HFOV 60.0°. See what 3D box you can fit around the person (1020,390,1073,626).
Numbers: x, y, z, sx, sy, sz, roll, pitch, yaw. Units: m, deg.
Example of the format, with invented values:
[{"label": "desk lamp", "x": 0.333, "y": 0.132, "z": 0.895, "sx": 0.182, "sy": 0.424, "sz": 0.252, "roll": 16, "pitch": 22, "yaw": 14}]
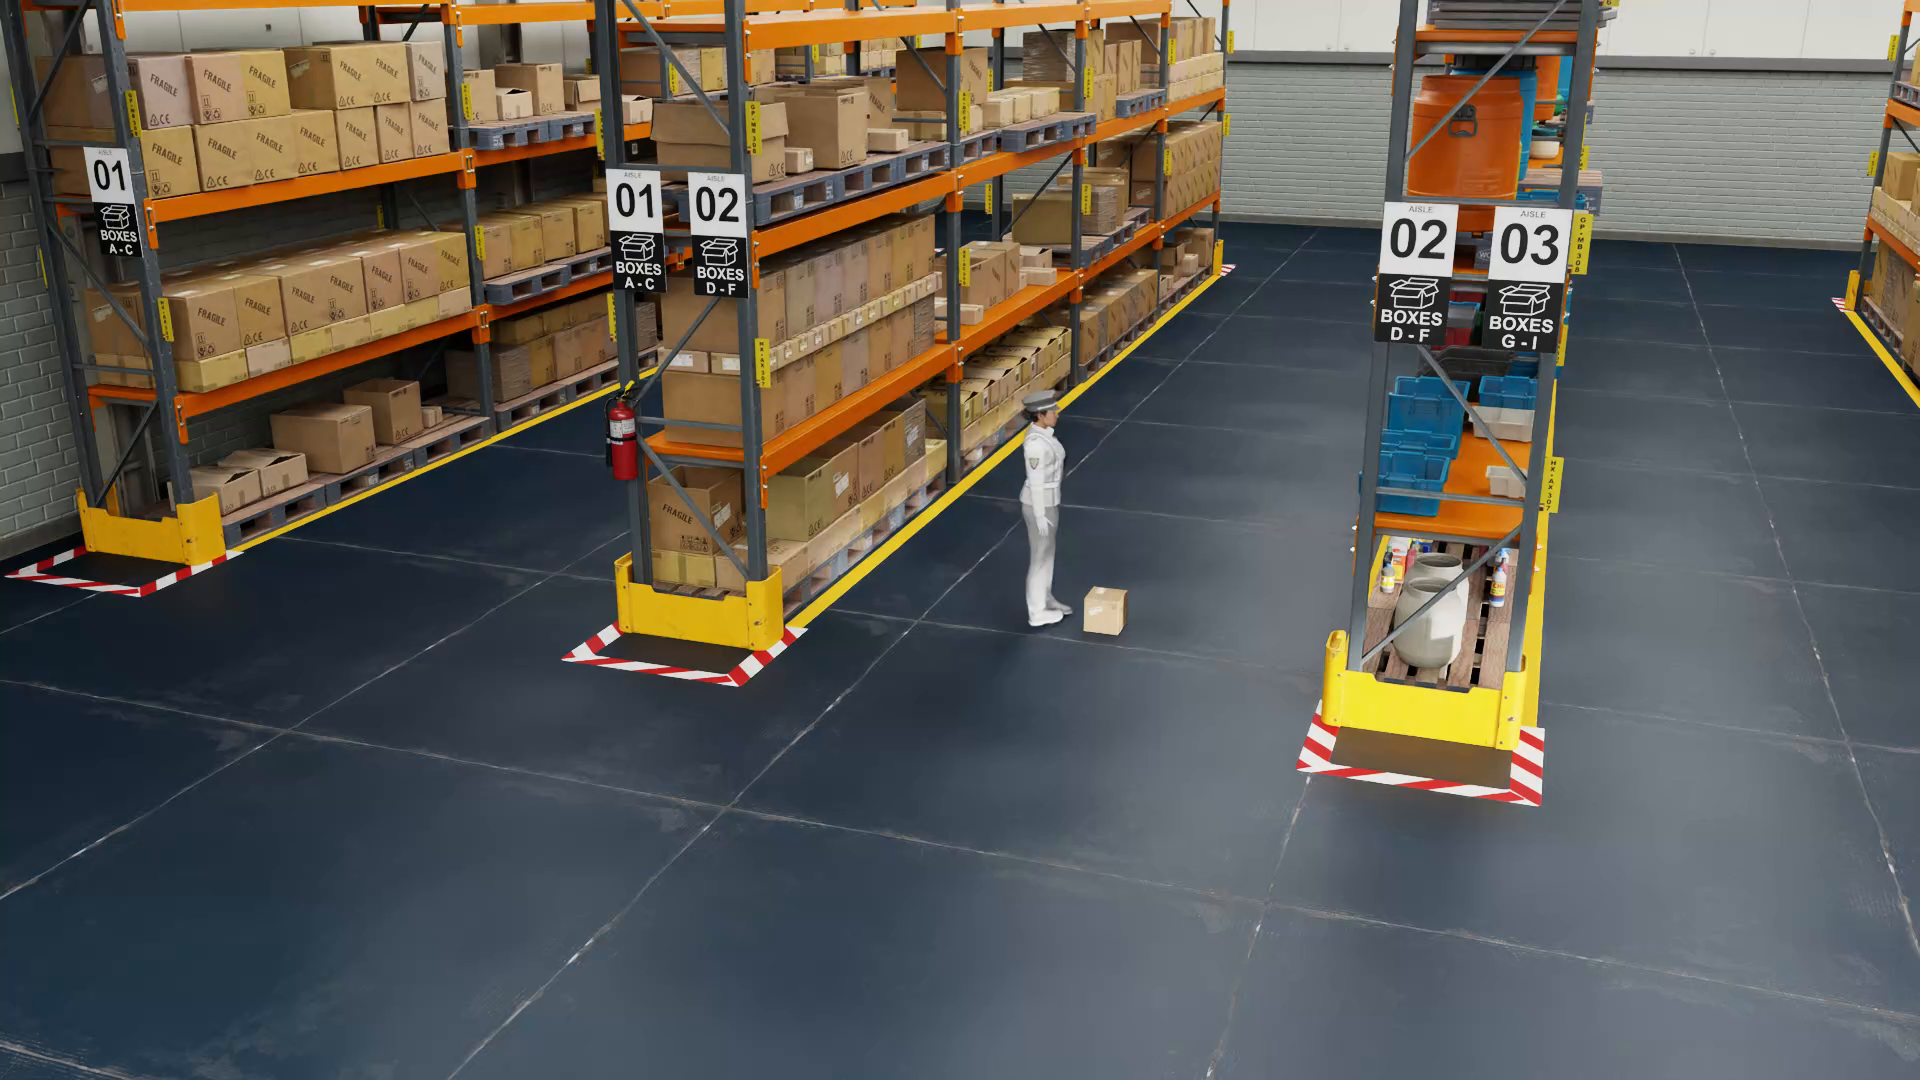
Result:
[{"label": "person", "x": 0.613, "y": -0.236, "z": 11.699, "sx": 0.388, "sy": 1.688, "sz": 0.499, "roll": 2, "pitch": 19, "yaw": 6}]
